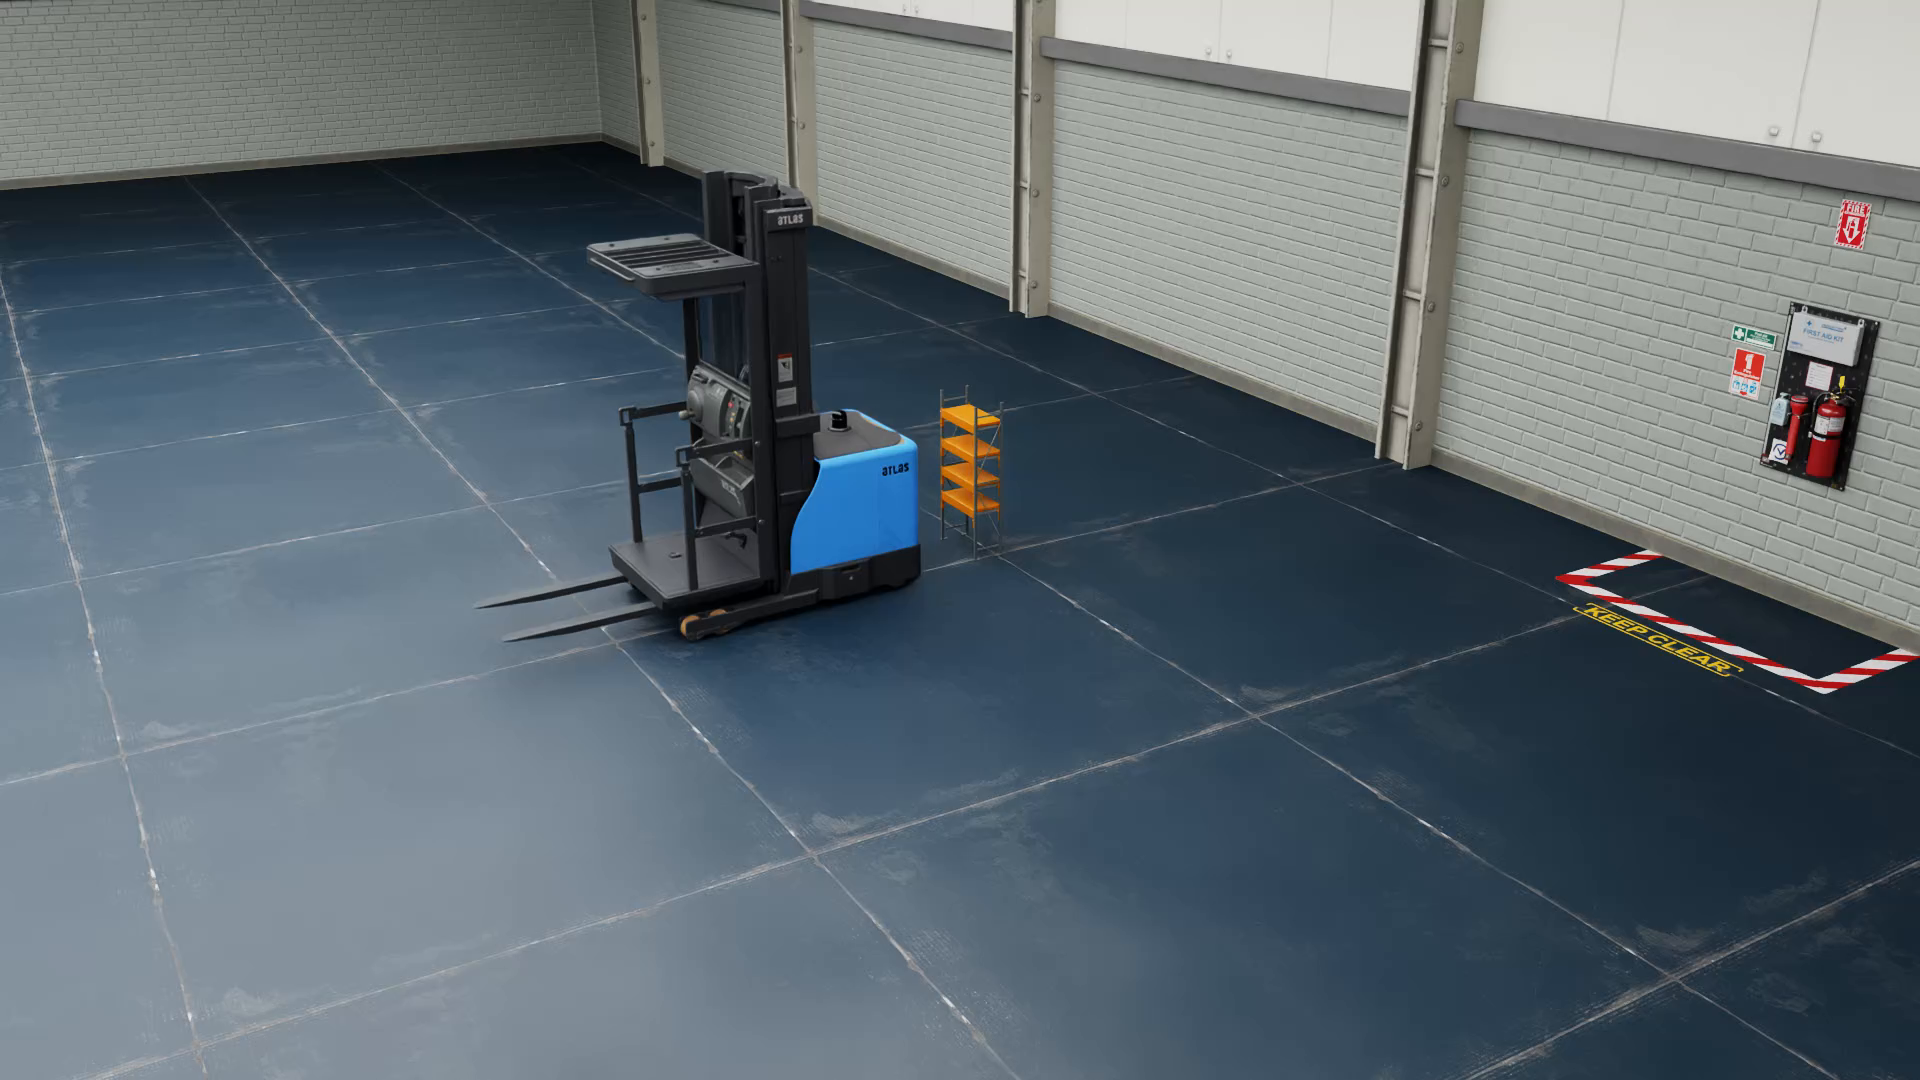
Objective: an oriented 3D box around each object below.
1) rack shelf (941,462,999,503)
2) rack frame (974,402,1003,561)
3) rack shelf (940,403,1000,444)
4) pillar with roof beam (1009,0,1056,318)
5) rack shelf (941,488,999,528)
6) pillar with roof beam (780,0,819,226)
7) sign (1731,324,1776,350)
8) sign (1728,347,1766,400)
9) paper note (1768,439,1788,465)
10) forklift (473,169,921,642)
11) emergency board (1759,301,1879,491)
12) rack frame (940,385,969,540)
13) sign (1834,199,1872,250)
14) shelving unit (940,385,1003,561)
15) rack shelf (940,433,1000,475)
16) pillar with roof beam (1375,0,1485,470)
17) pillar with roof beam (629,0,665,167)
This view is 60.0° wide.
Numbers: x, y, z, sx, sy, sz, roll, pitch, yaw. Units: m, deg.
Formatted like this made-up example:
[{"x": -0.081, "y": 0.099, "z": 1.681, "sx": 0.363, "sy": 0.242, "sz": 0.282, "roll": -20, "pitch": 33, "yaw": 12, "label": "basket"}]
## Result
[{"x": 0.085, "y": -0.440, "z": 12.479, "sx": 0.258, "sy": 0.148, "sz": 0.480, "roll": -13, "pitch": 25, "yaw": -28, "label": "rack shelf"}, {"x": 0.209, "y": -0.423, "z": 12.259, "sx": 0.240, "sy": 1.200, "sz": 0.015, "roll": -13, "pitch": 25, "yaw": -28, "label": "rack frame"}, {"x": 0.085, "y": -0.866, "z": 12.306, "sx": 0.258, "sy": 0.148, "sz": 0.480, "roll": -13, "pitch": 25, "yaw": -28, "label": "rack shelf"}, {"x": -2.894, "y": -5.979, "z": 15.570, "sx": 9.100, "sy": 9.000, "sz": 0.400, "roll": -13, "pitch": 25, "yaw": -28, "label": "pillar with roof beam"}, {"x": 0.085, "y": -0.256, "z": 12.554, "sx": 0.258, "sy": 0.148, "sz": 0.480, "roll": -13, "pitch": 25, "yaw": -28, "label": "rack shelf"}, {"x": -5.959, "y": -7.921, "z": 20.349, "sx": 9.100, "sy": 9.000, "sz": 0.400, "roll": -13, "pitch": 25, "yaw": -28, "label": "pillar with roof beam"}, {"x": 5.508, "y": -1.408, "z": 11.541, "sx": 0.001, "sy": 0.109, "sz": 0.331, "roll": -13, "pitch": 25, "yaw": -28, "label": "sign"}, {"x": 5.513, "y": -1.166, "z": 11.649, "sx": 0.001, "sy": 0.329, "sz": 0.234, "roll": -13, "pitch": 25, "yaw": -28, "label": "sign"}, {"x": 5.676, "y": -0.613, "z": 11.506, "sx": 0.016, "sy": 0.148, "sz": 0.142, "roll": -13, "pitch": 25, "yaw": -28, "label": "paper note"}, {"x": -1.807, "y": -0.909, "z": 11.156, "sx": 3.031, "sy": 2.935, "sz": 1.130, "roll": -13, "pitch": 26, "yaw": -29, "label": "forklift"}, {"x": 5.707, "y": -0.950, "z": 11.166, "sx": 0.194, "sy": 1.169, "sz": 0.643, "roll": -13, "pitch": 25, "yaw": -28, "label": "emergency board"}, {"x": -0.040, "y": -0.581, "z": 12.648, "sx": 0.240, "sy": 1.200, "sz": 0.015, "roll": -13, "pitch": 25, "yaw": -28, "label": "rack frame"}, {"x": 5.789, "y": -2.046, "z": 10.783, "sx": 0.001, "sy": 0.298, "sz": 0.199, "roll": -13, "pitch": 25, "yaw": -28, "label": "sign"}, {"x": 0.085, "y": -0.502, "z": 12.454, "sx": 0.258, "sy": 1.200, "sz": 0.503, "roll": -13, "pitch": 25, "yaw": -28, "label": "shelving unit"}, {"x": 0.085, "y": -0.647, "z": 12.395, "sx": 0.258, "sy": 0.148, "sz": 0.480, "roll": -13, "pitch": 25, "yaw": -28, "label": "rack shelf"}, {"x": 0.171, "y": -4.037, "z": 10.792, "sx": 9.100, "sy": 9.000, "sz": 0.400, "roll": -13, "pitch": 25, "yaw": -28, "label": "pillar with roof beam"}, {"x": -9.024, "y": -9.863, "z": 25.127, "sx": 9.100, "sy": 9.000, "sz": 0.400, "roll": -13, "pitch": 25, "yaw": -28, "label": "pillar with roof beam"}]
